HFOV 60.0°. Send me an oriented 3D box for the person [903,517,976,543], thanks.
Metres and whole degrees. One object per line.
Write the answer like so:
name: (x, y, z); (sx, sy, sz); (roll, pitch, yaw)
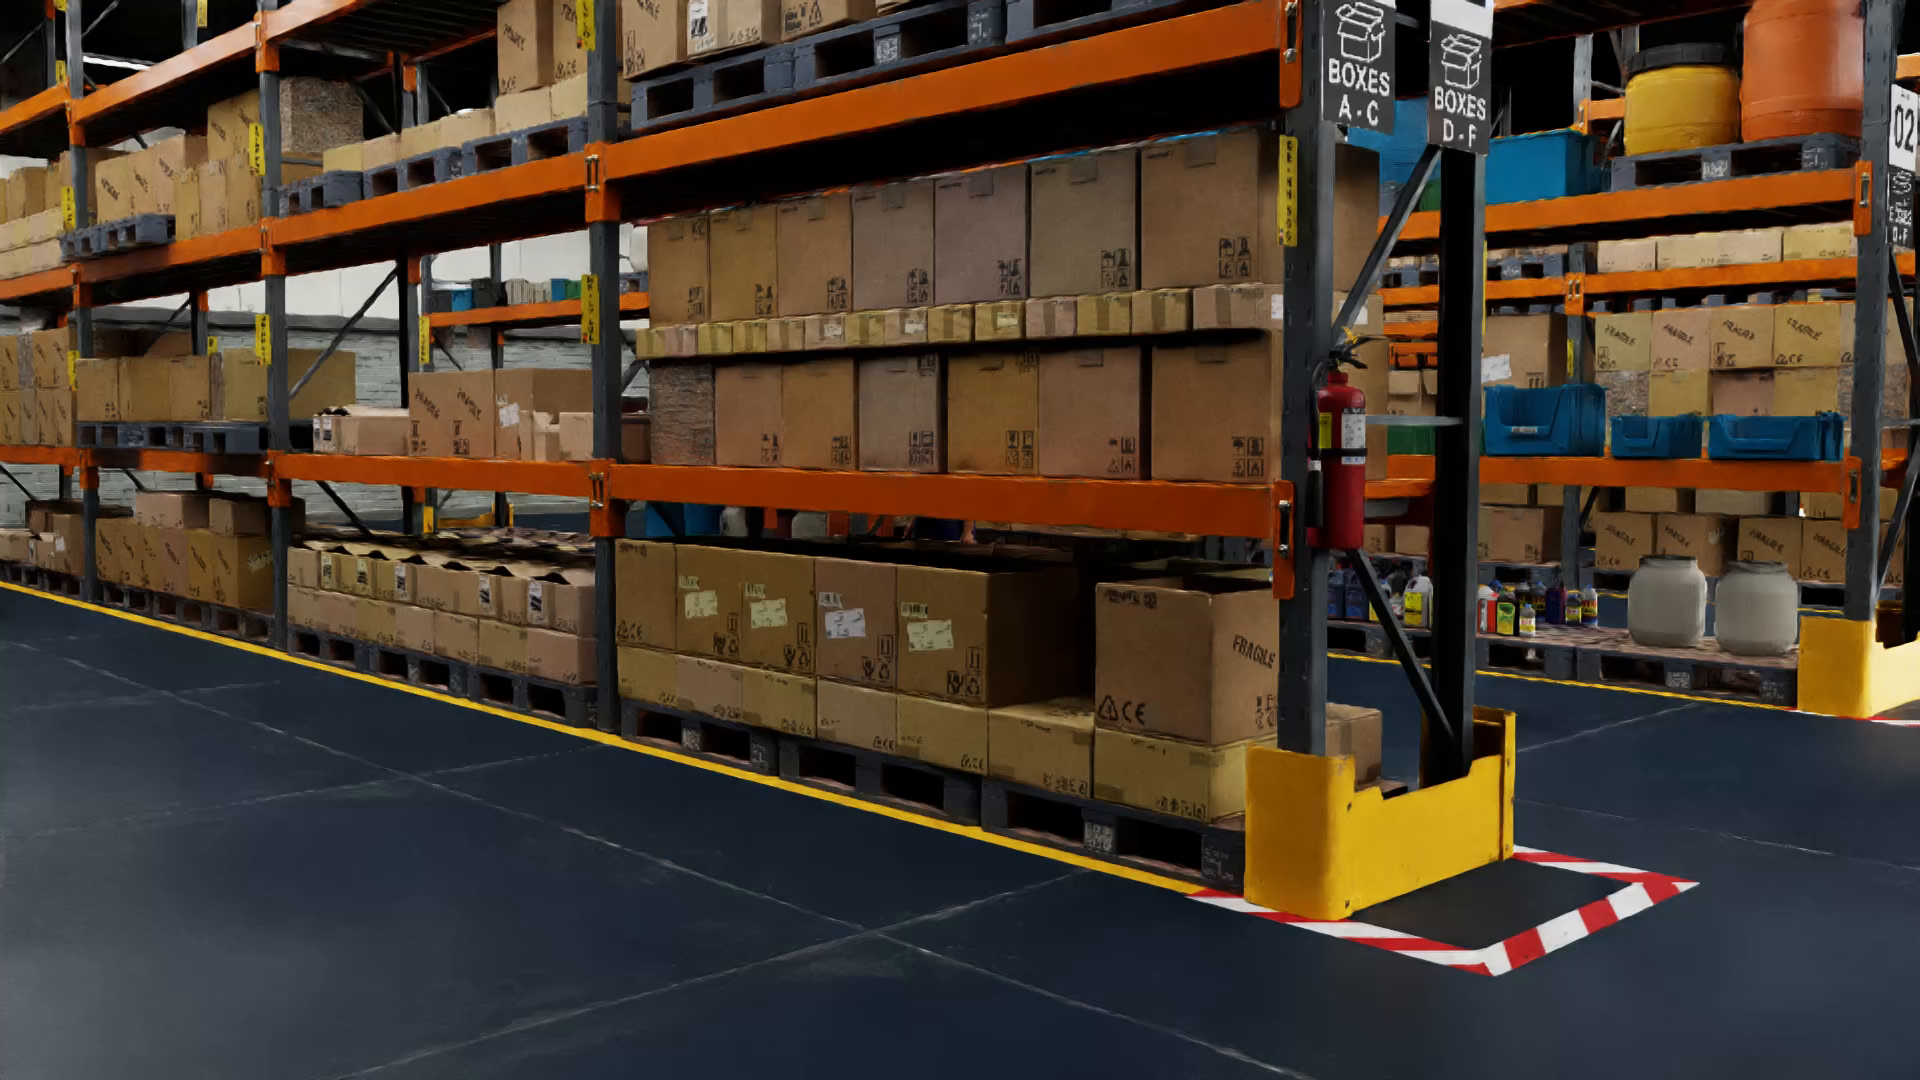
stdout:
person: (-0.126, -0.068, 10.409); (0.571, 1.636, 0.671); (-3, 5, -40)
